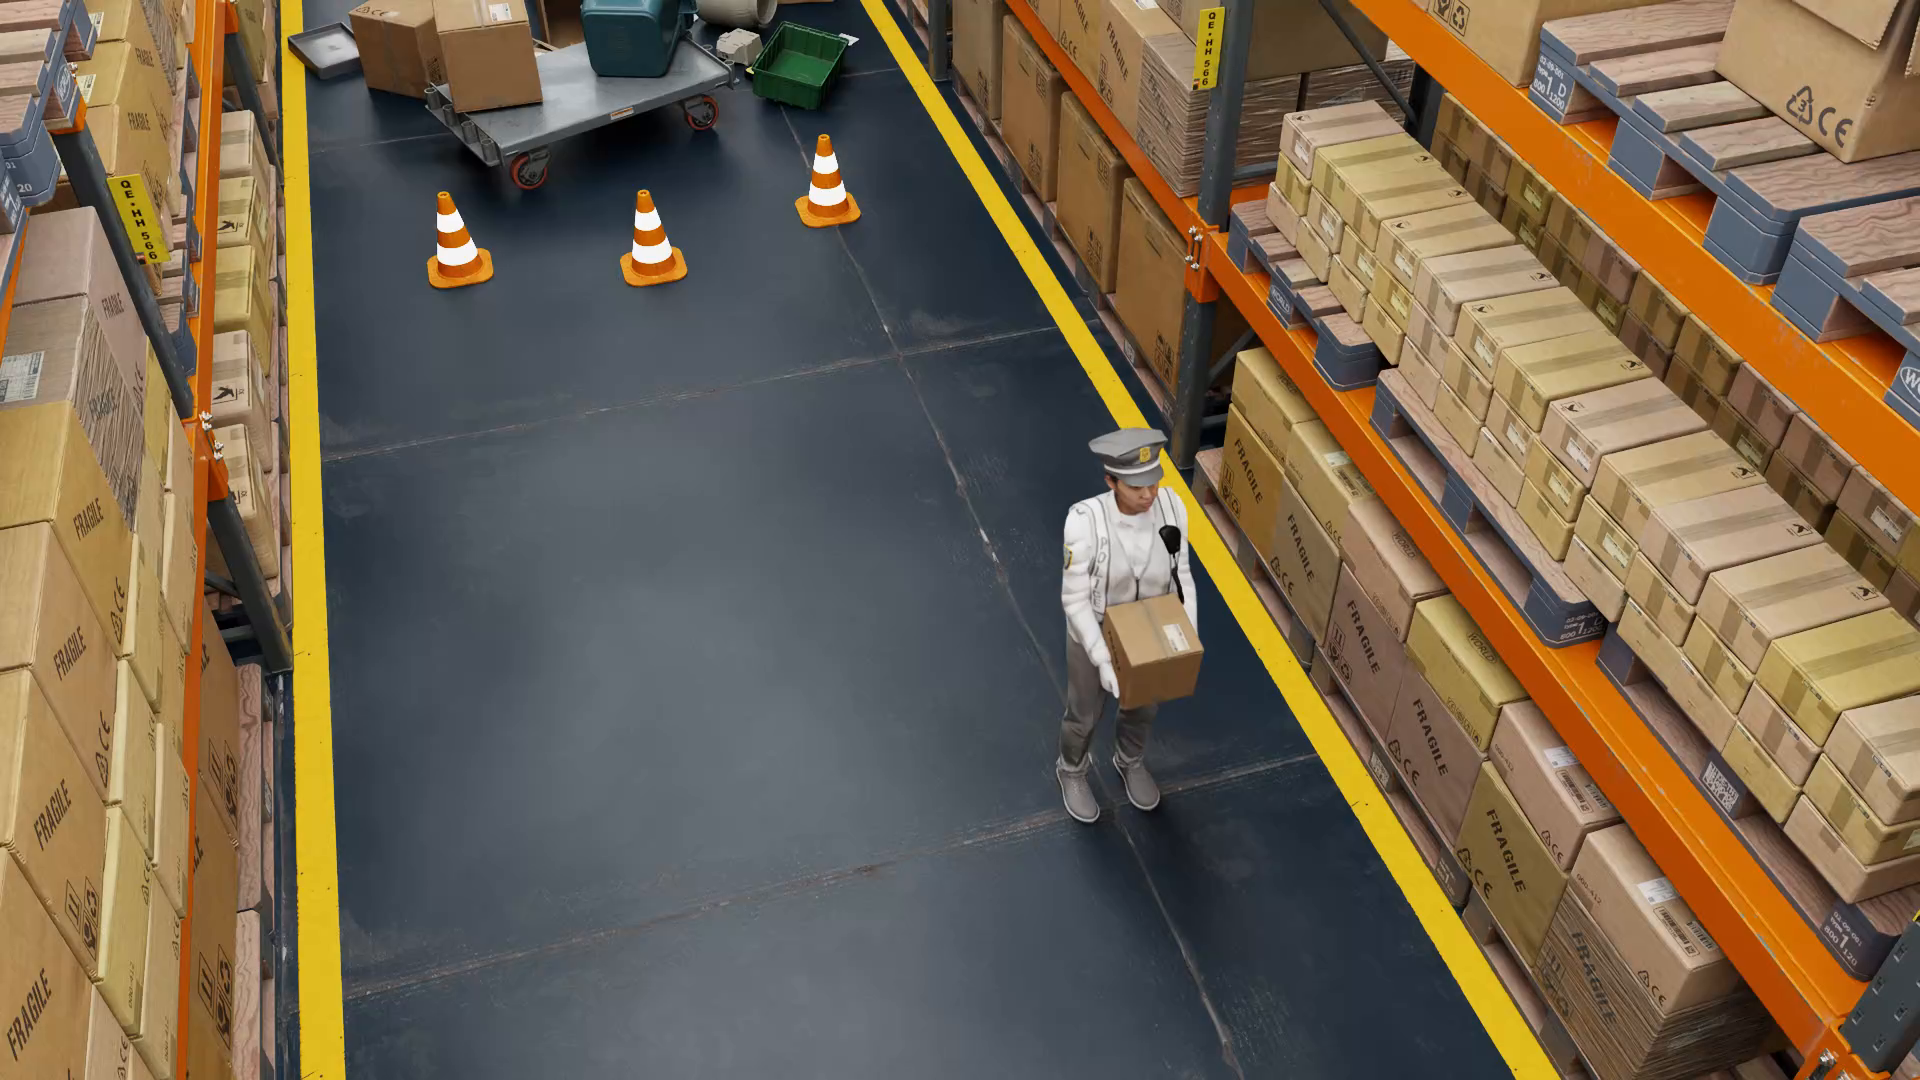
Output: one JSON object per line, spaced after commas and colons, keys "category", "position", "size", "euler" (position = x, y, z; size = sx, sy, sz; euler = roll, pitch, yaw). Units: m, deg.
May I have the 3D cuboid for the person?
{"category": "person", "position": [0.572, 0.362, 5.749], "size": [0.459, 1.688, 0.543], "euler": [-11, 44, -12]}
